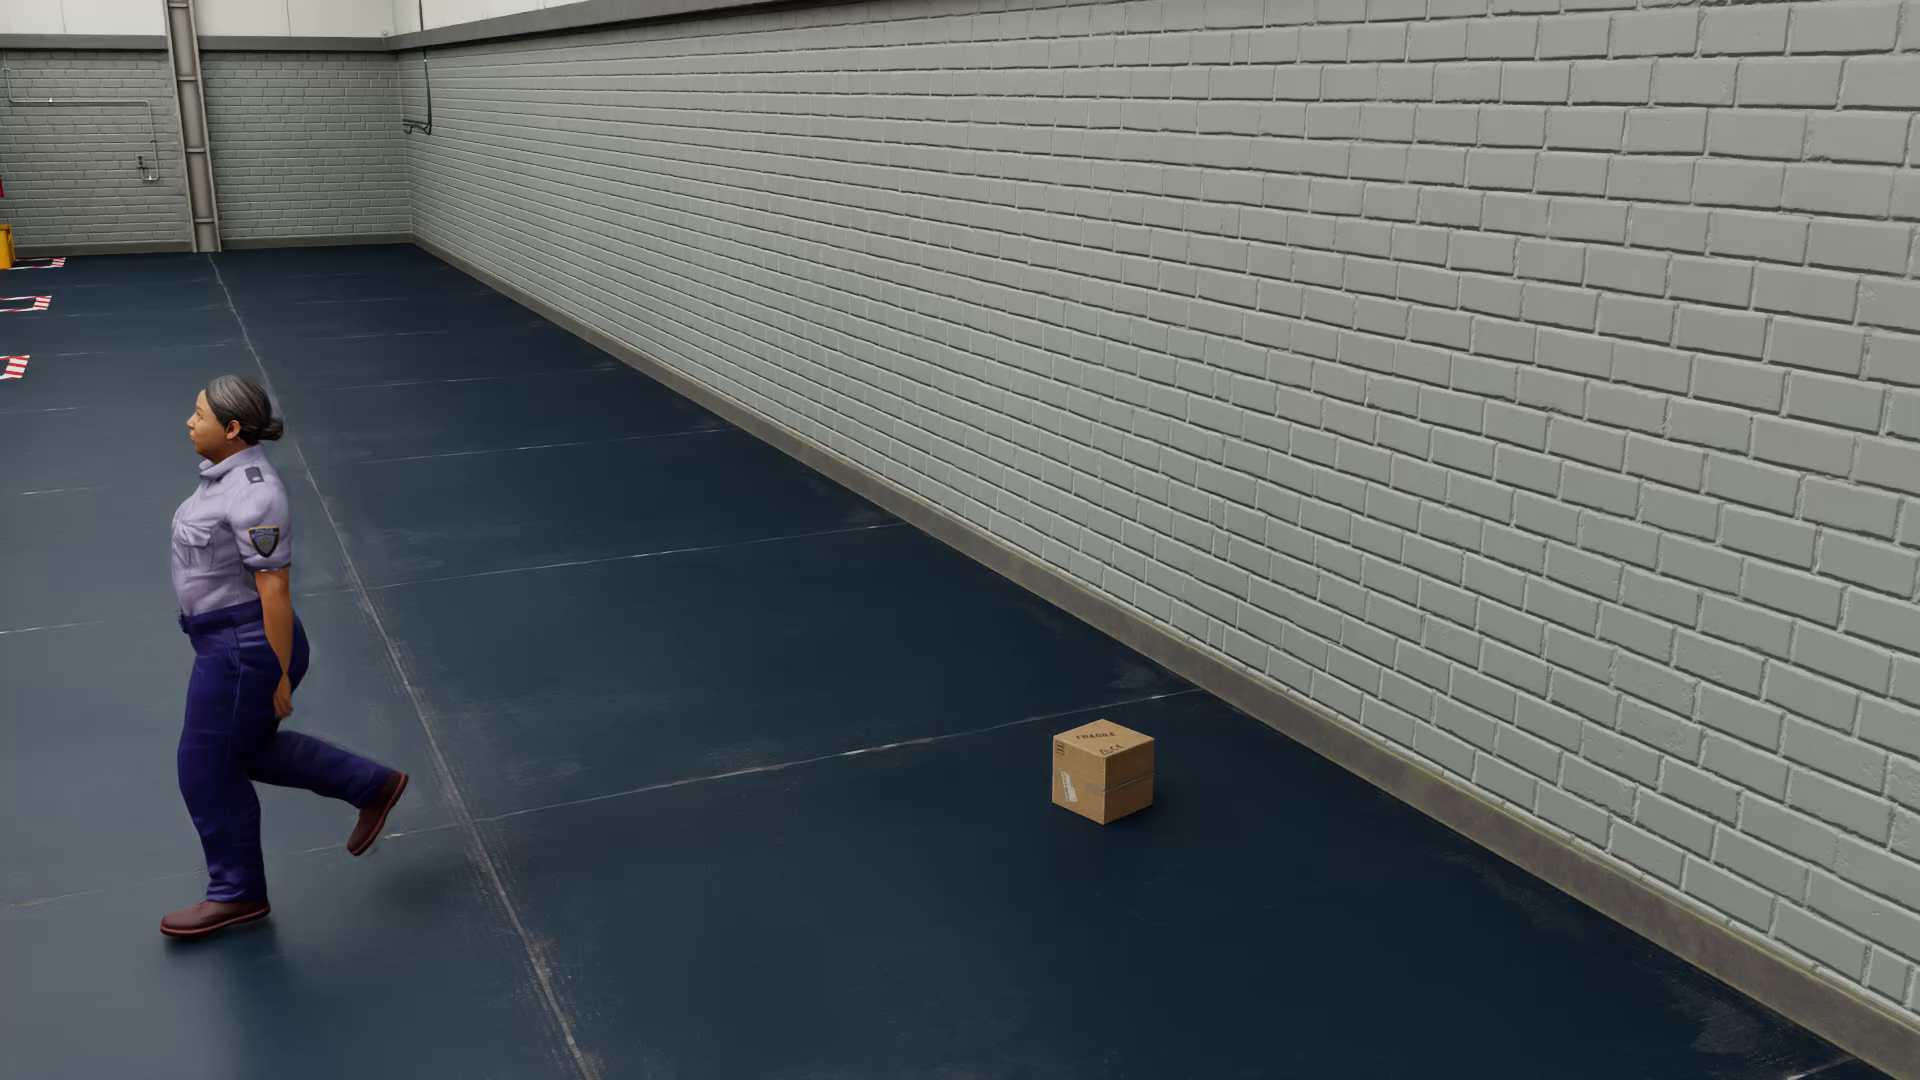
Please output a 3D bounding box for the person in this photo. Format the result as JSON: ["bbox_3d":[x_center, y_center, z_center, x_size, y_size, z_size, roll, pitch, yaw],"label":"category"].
[{"bbox_3d":[-2.038,0.311,4.885,0.752,1.620,0.473,-7,17,-25],"label":"person"}]
